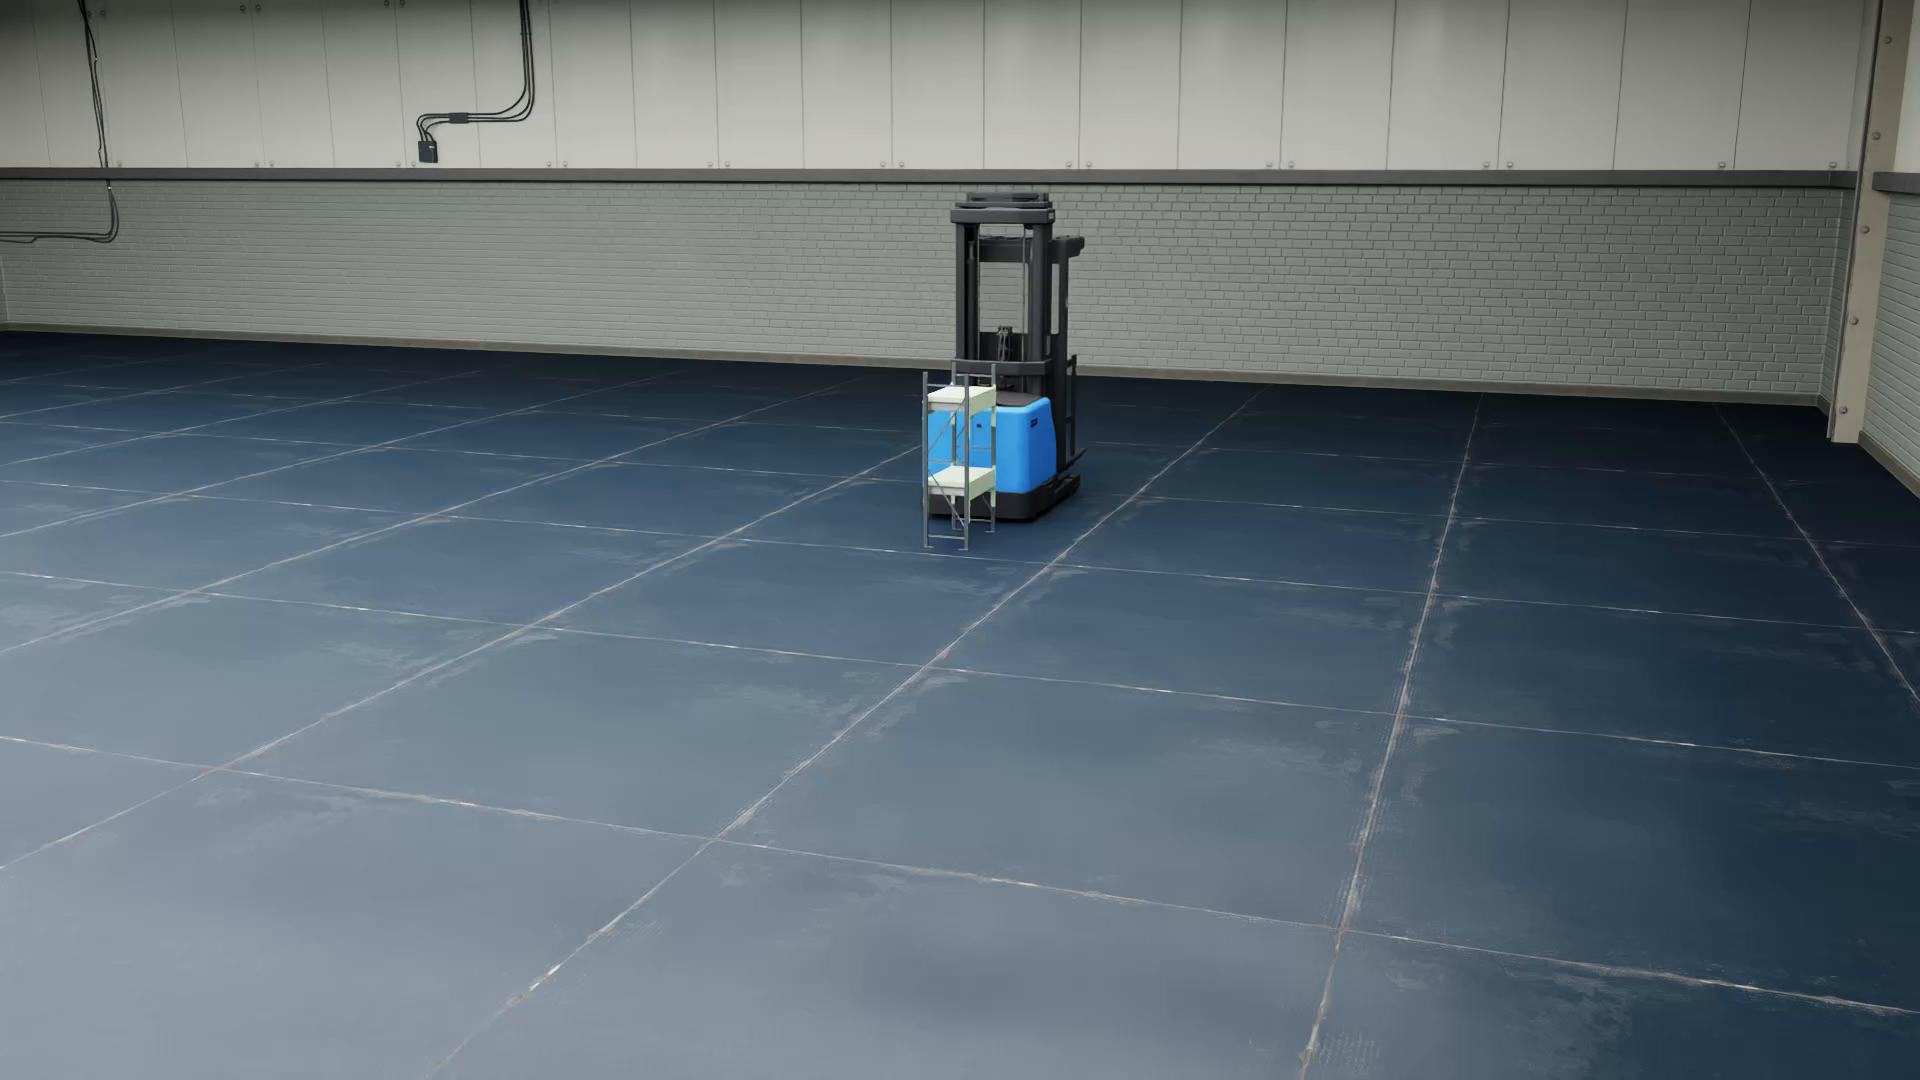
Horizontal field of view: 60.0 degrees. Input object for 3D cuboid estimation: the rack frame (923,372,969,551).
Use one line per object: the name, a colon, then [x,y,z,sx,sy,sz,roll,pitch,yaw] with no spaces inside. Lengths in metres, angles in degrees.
rack frame: [-0.116,-0.656,13.990,0.400,1.500,0.023,4,14,18]

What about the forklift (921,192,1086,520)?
forklift: [0.569,-1.896,16.206,1.130,2.935,3.031,4,13,17]

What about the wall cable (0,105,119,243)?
wall cable: [-17.150,-6.848,31.248,3.097,2.526,0.112,4,14,18]

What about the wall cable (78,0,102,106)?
wall cable: [-14.590,-9.116,29.832,3.097,2.526,0.112,4,14,18]

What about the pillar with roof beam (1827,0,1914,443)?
pillar with roof beam: [6.378,-5.879,20.023,9.100,9.000,0.400,4,14,18]

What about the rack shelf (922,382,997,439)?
rack shelf: [0.002,-1.113,14.240,0.431,0.370,0.720,4,14,18]

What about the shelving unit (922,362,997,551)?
shelving unit: [0.002,-0.733,14.327,0.431,1.500,0.755,4,14,18]

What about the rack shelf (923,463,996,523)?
rack shelf: [0.002,-0.415,14.400,0.431,0.370,0.720,4,14,18]

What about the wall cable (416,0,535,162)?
wall cable: [-8.172,-9.333,27.515,2.305,6.003,0.169,4,14,18]

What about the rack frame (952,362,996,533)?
rack frame: [0.121,-0.810,14.665,0.400,1.500,0.023,4,14,18]
